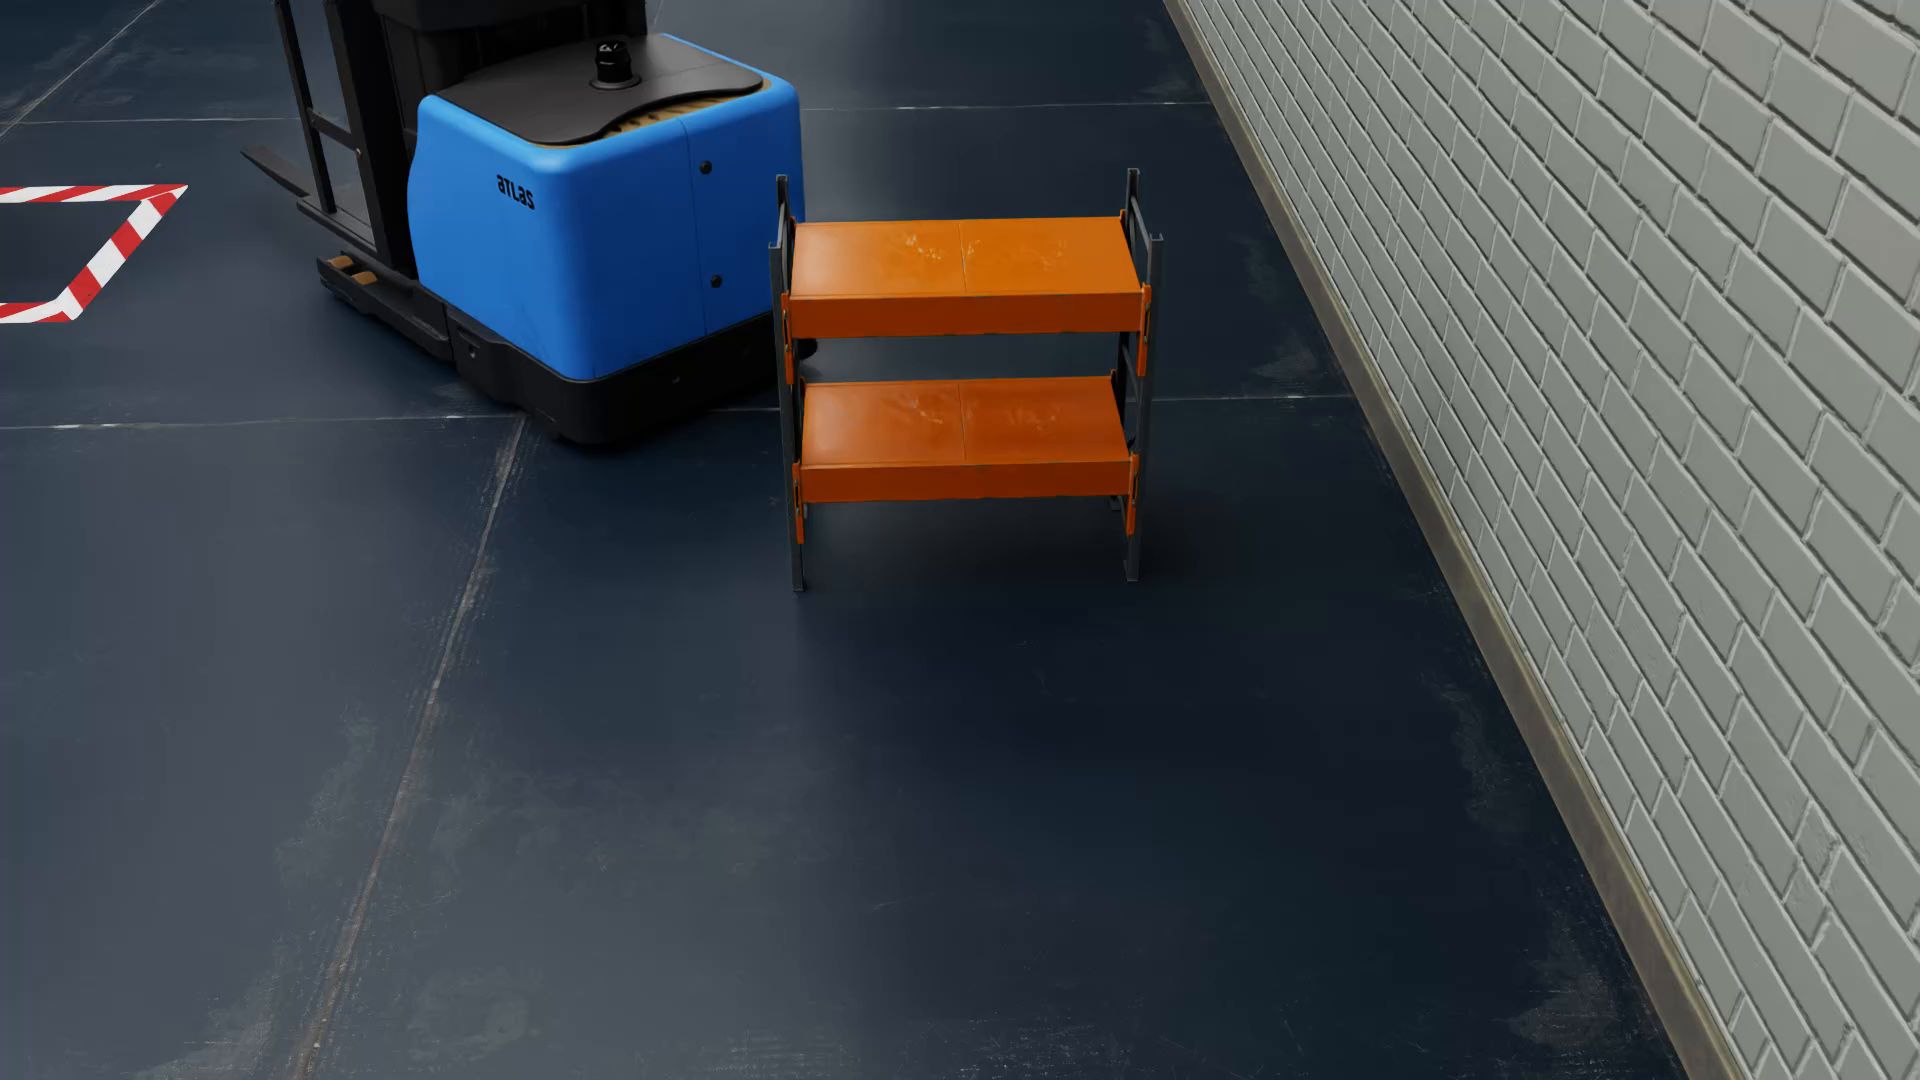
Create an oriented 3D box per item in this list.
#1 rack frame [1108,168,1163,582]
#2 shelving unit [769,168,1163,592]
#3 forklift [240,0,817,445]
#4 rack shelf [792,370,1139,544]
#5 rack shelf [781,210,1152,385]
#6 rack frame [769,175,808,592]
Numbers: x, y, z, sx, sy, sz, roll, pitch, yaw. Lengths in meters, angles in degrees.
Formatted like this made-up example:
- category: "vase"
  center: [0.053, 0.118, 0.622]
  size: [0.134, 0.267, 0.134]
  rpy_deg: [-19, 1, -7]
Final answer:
- category: "rack frame"
  center: [0.515, -0.476, 4.950]
  size: [0.032, 1.125, 0.500]
  rpy_deg: [-2, 35, -2]
- category: "shelving unit"
  center: [0.007, -0.463, 4.930]
  size: [1.048, 1.125, 0.538]
  rpy_deg: [-2, 35, -2]
- category: "forklift"
  center: [-1.908, -2.270, 5.955]
  size: [1.130, 2.935, 3.031]
  rpy_deg: [-28, 44, -35]
- category: "rack shelf"
  center: [0.007, -0.262, 5.069]
  size: [1.000, 0.278, 0.538]
  rpy_deg: [-2, 35, -2]
- category: "rack shelf"
  center: [0.007, -0.703, 4.764]
  size: [1.000, 0.278, 0.538]
  rpy_deg: [-2, 35, -2]
- category: "rack frame"
  center: [-0.501, -0.449, 4.910]
  size: [0.032, 1.125, 0.500]
  rpy_deg: [-2, 35, -2]
